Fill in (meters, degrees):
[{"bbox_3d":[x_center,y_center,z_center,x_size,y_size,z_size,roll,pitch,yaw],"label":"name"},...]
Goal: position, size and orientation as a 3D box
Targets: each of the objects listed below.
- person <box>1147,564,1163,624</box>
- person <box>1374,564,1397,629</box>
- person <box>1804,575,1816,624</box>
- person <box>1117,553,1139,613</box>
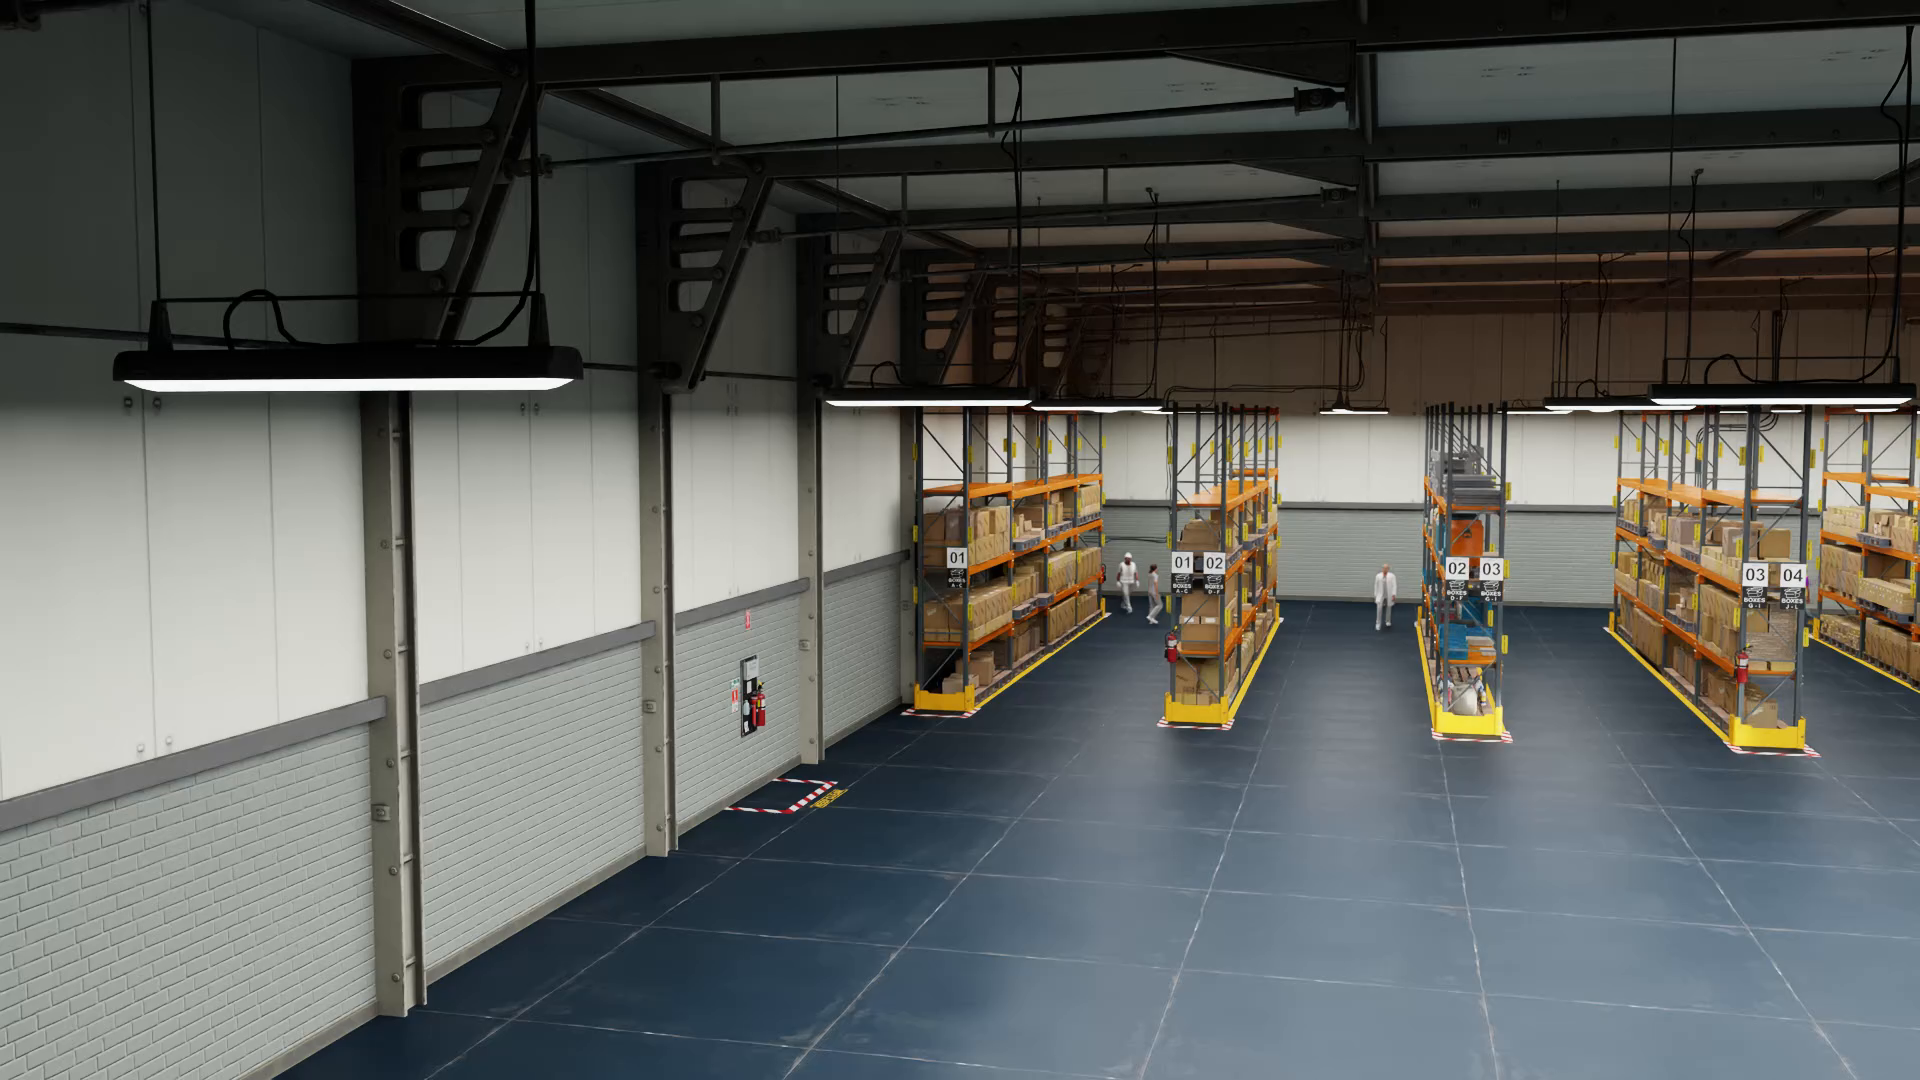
[{"bbox_3d":[5.324,1.495,45.974,0.472,1.671,0.489,-2,5,-23],"label":"person"},{"bbox_3d":[11.518,1.607,45.042,0.584,1.508,1.128,1,4,16],"label":"person"},{"bbox_3d":[22.897,1.509,45.373,1.026,1.728,0.566,0,4,-2],"label":"person"},{"bbox_3d":[4.923,1.241,48.689,0.558,1.714,1.117,-1,4,-19],"label":"person"}]
